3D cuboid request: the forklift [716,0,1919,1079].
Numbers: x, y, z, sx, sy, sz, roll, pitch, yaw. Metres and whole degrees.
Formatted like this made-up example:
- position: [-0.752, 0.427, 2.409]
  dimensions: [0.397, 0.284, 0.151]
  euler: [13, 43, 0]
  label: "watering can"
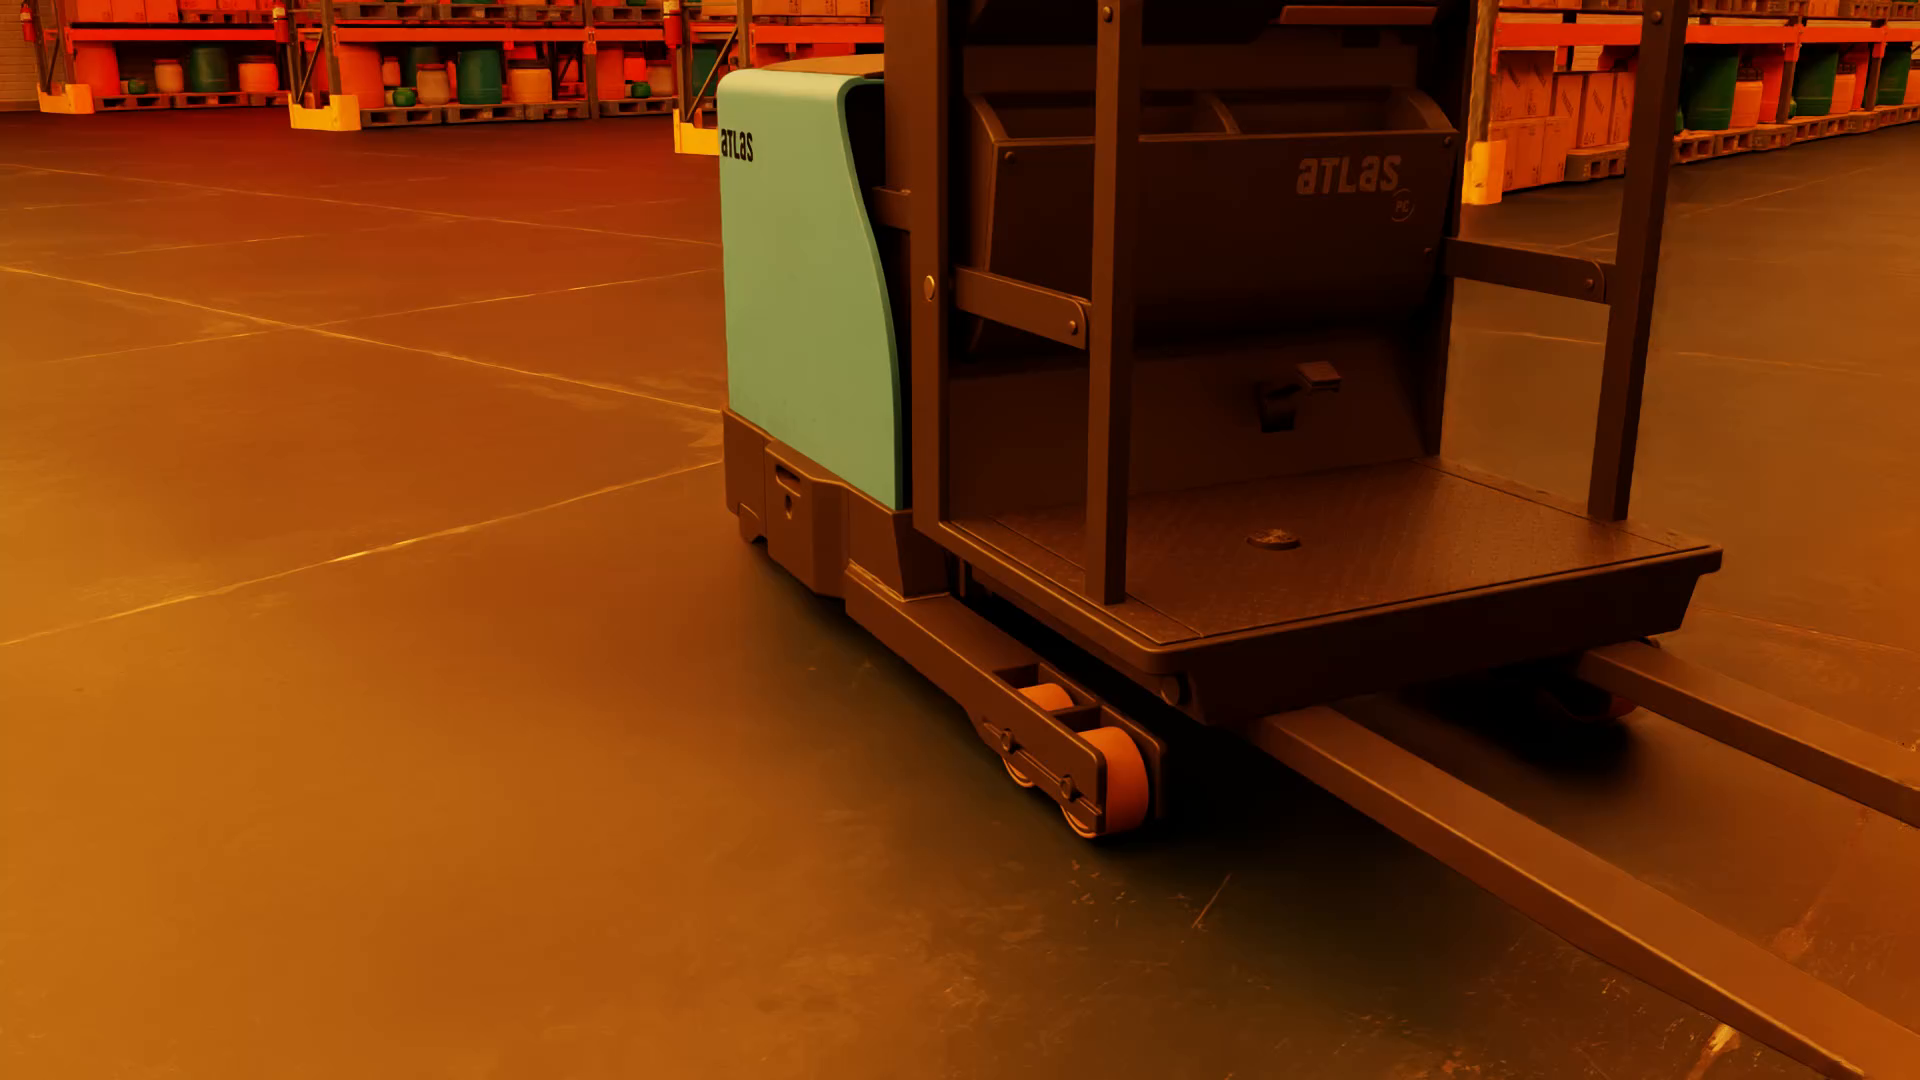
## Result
- position: [0.539, -1.103, 2.529]
  dimensions: [1.130, 2.935, 3.031]
  euler: [-8, 19, -25]
  label: "forklift"
